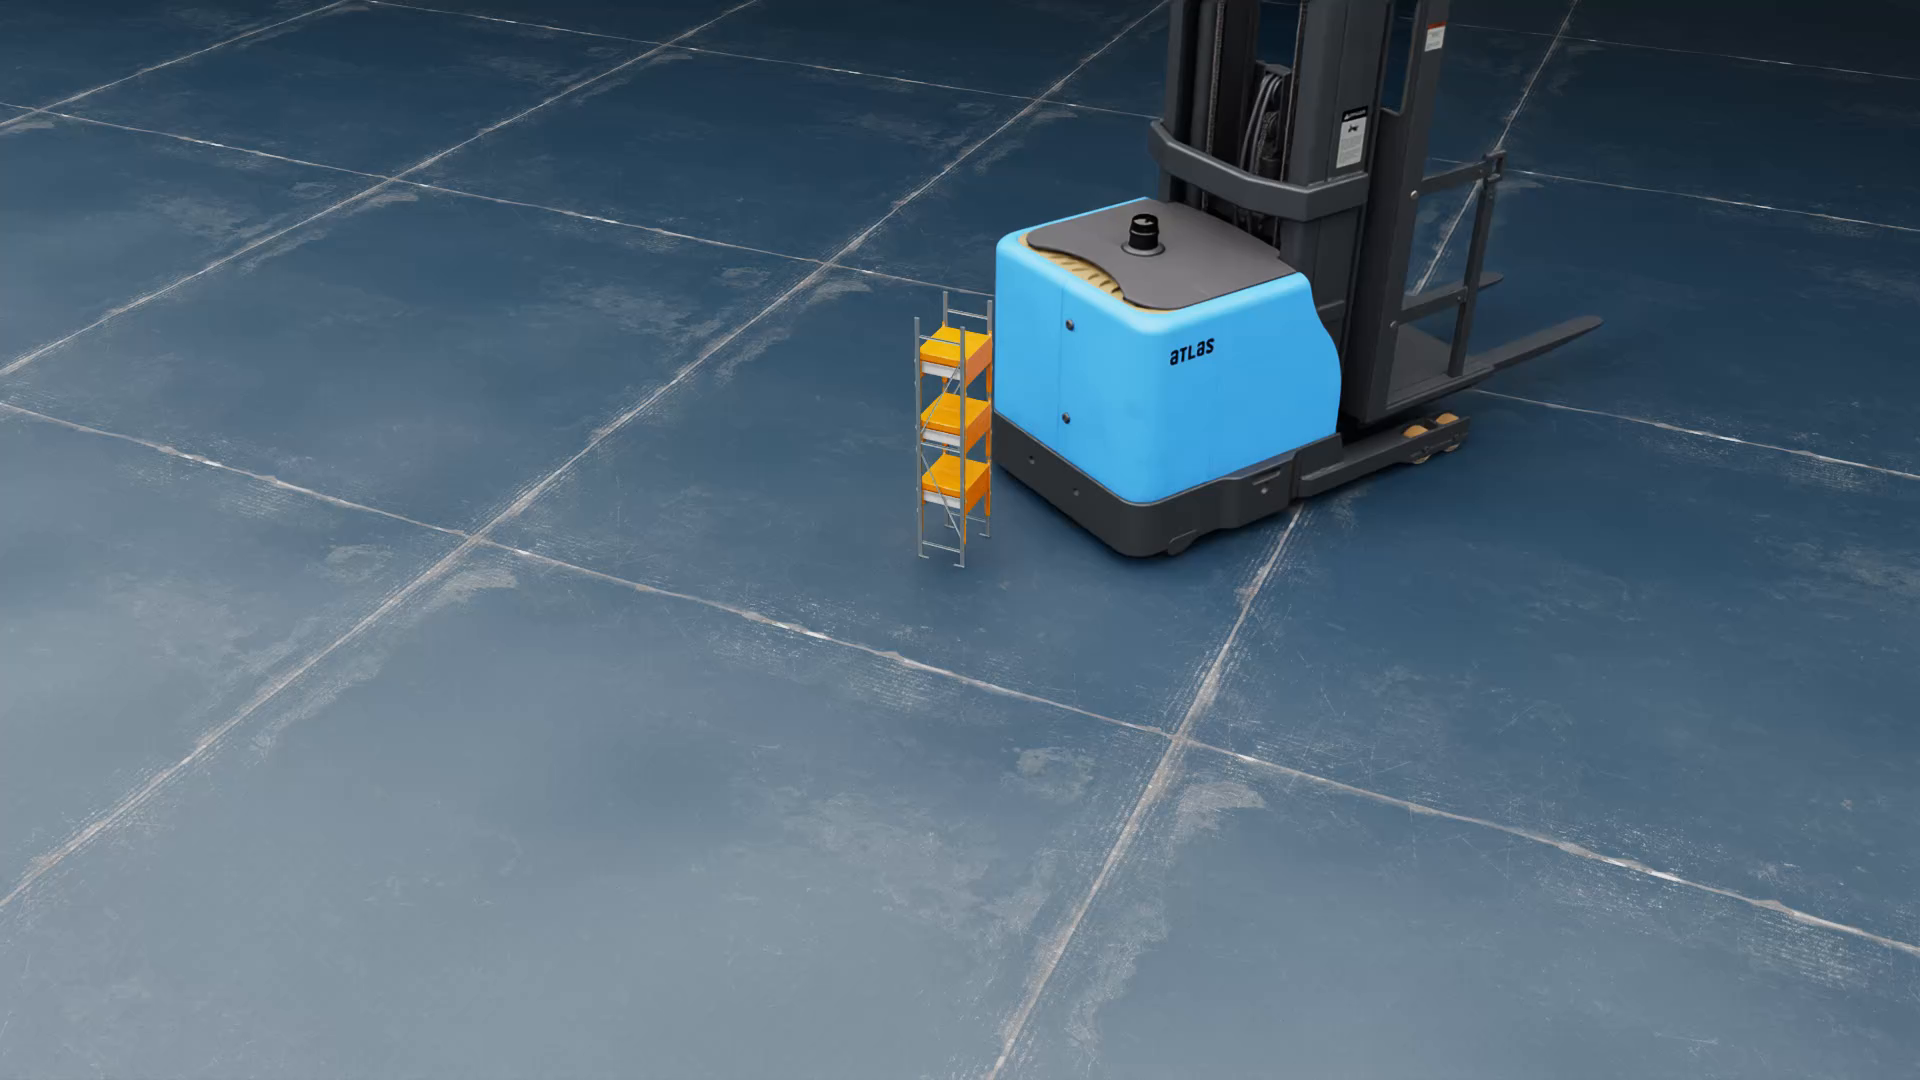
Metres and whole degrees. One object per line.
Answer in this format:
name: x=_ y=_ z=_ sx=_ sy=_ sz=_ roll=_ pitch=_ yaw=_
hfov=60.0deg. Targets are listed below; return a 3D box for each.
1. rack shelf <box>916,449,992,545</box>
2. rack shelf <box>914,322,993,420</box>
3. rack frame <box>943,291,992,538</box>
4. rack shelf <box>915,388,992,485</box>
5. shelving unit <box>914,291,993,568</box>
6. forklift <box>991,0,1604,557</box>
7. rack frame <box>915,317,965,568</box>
rack shelf: x=-0.022 y=-0.171 z=6.580 sx=0.215 sy=0.259 sz=0.240 roll=14 pitch=36 yaw=20
rack shelf: x=-0.022 y=-0.641 z=6.272 sx=0.215 sy=0.259 sz=0.240 roll=14 pitch=36 yaw=20
rack frame: x=0.029 y=-0.473 z=6.514 sx=0.200 sy=1.050 sz=0.008 roll=14 pitch=36 yaw=20
rack shelf: x=-0.022 y=-0.404 z=6.427 sx=0.215 sy=0.259 sz=0.240 roll=14 pitch=36 yaw=20
shelving unit: x=-0.022 y=-0.412 z=6.421 sx=0.215 sy=1.050 sz=0.252 roll=14 pitch=36 yaw=20
forklift: x=1.638 y=-1.777 z=6.788 sx=3.031 sy=2.935 sz=1.130 roll=-20 pitch=38 yaw=-28
rack frame: x=-0.073 y=-0.352 z=6.329 sx=0.200 sy=1.050 sz=0.008 roll=14 pitch=36 yaw=20
